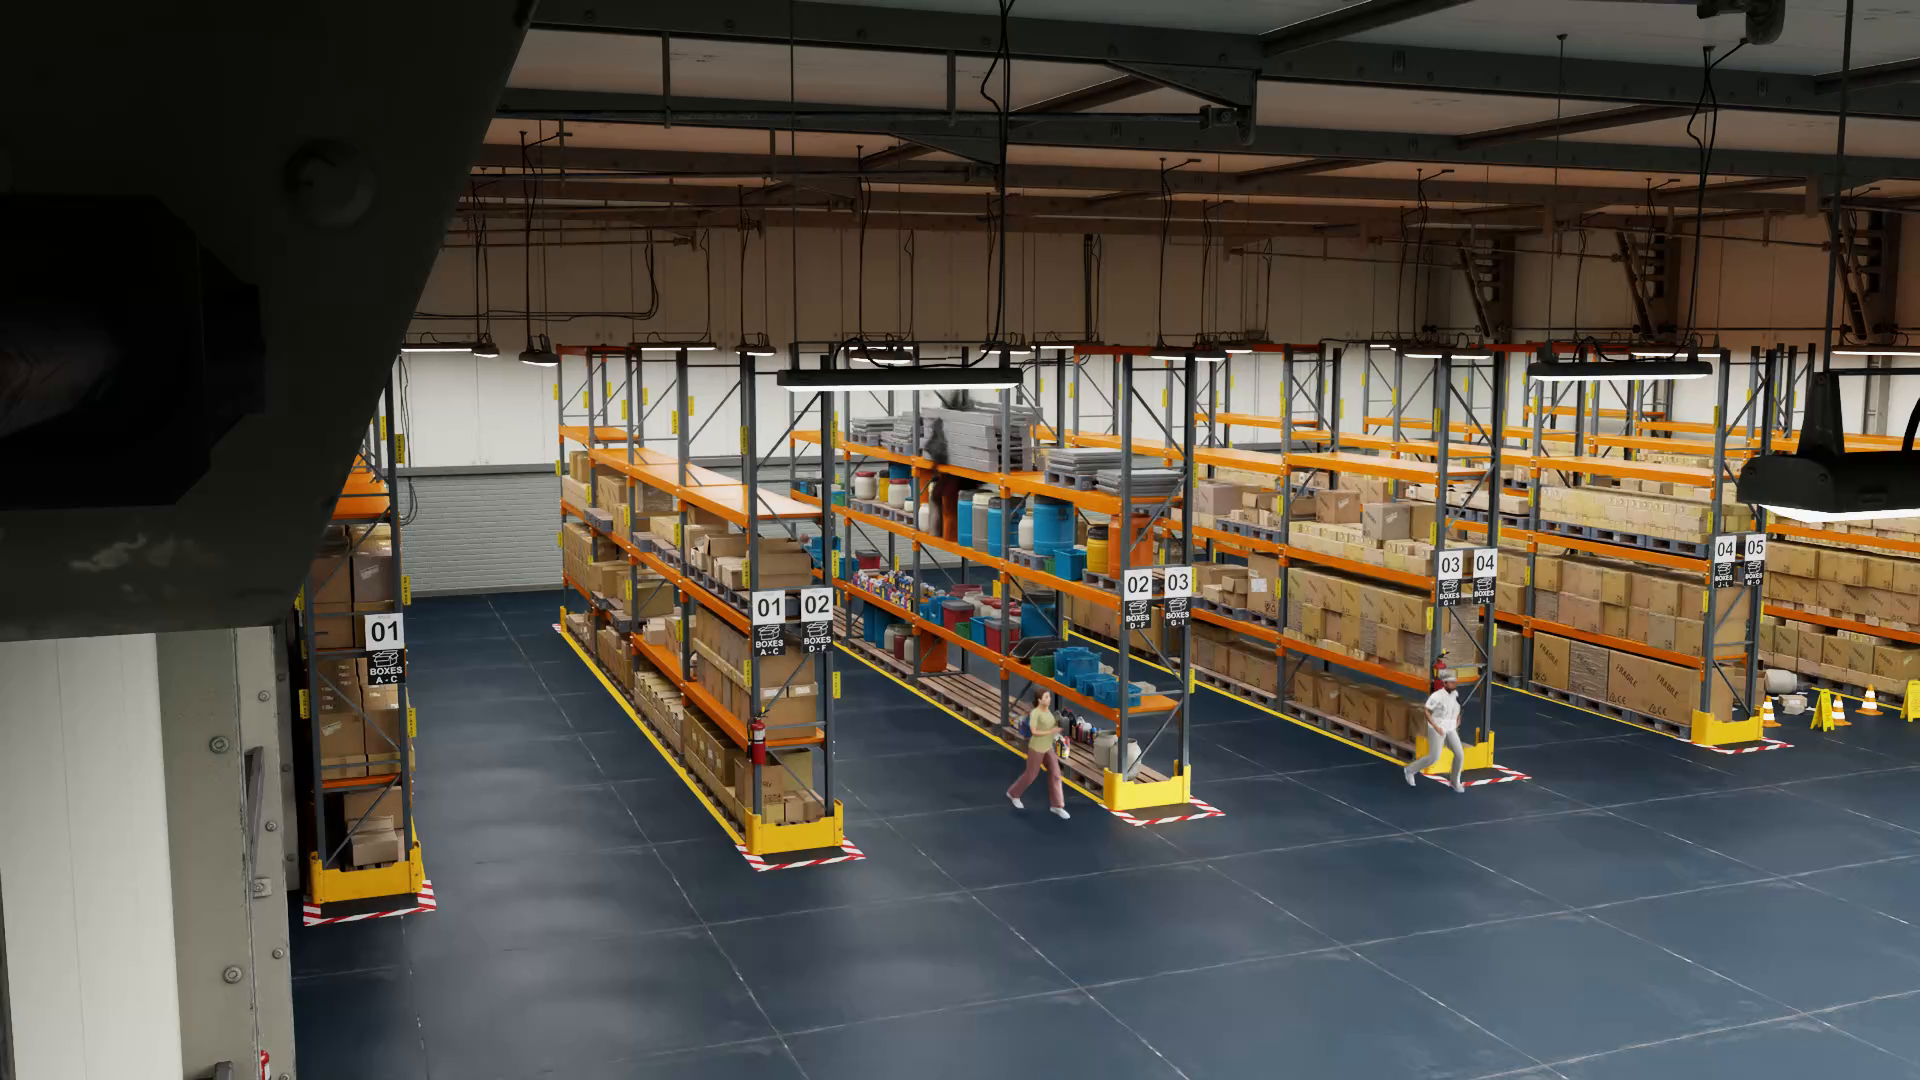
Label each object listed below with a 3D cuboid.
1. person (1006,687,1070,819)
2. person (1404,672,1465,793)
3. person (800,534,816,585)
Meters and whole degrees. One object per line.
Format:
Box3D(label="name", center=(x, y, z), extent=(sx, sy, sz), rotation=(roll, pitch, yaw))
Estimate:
Box3D(label="person", center=(1.023, 2.736, 21.624), extent=(0.948, 1.678, 0.562), rotation=(5, 9, 36))
Box3D(label="person", center=(6.605, 2.635, 22.907), extent=(0.809, 1.695, 0.671), rotation=(-5, 9, -33))
Box3D(label="person", center=(-3.645, 0.658, 38.505), extent=(0.828, 1.603, 0.545), rotation=(-1, 7, -10))
